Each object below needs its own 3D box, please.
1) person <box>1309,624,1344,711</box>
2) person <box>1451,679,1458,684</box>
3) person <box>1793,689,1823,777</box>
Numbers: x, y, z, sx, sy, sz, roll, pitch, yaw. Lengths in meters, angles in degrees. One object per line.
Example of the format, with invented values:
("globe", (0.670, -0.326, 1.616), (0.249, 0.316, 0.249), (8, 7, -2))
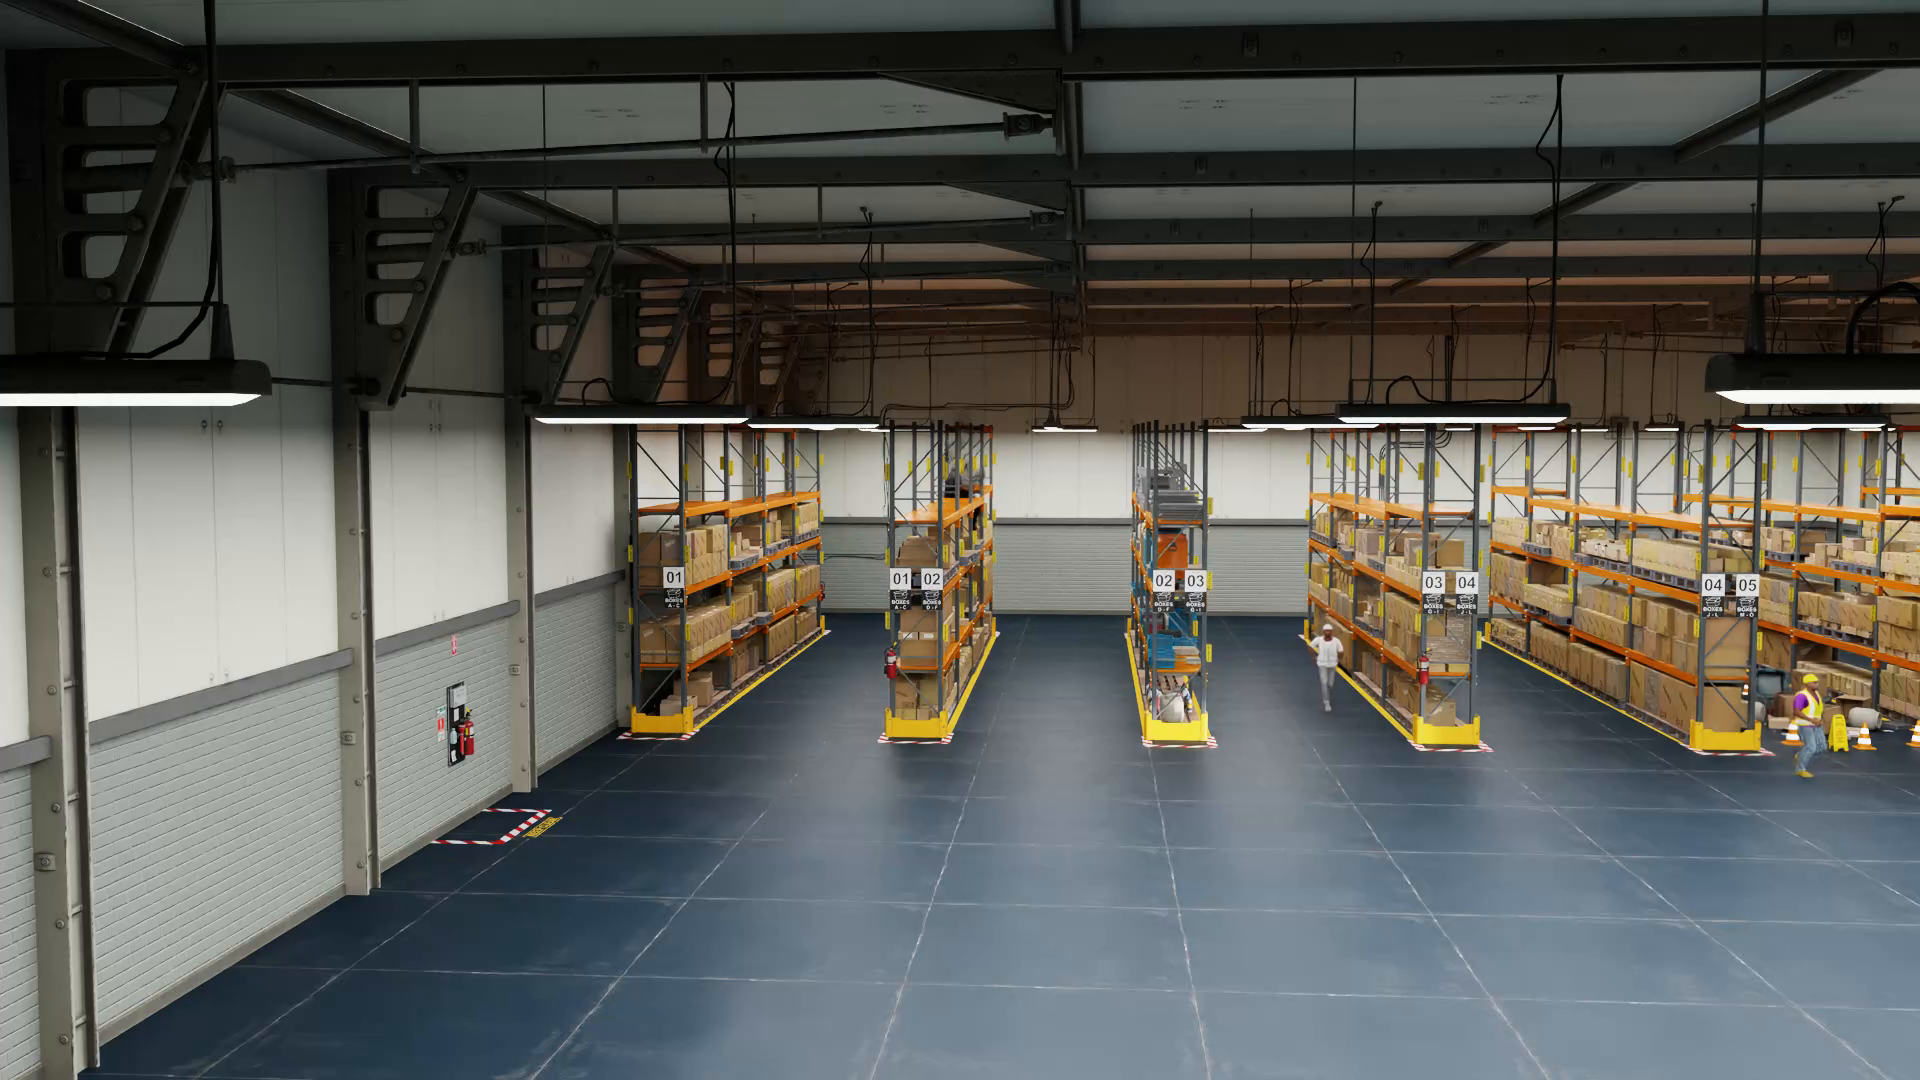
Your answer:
("person", (14.020, 3.041, 28.402), (13.623, 1.773, 13.532), (0, 4, 1))
("person", (11.425, 2.547, 38.423), (0.447, 1.465, 0.877), (0, 4, 5))
("person", (14.178, 3.217, 27.881), (0.698, 1.474, 0.453), (-2, 4, -34))
